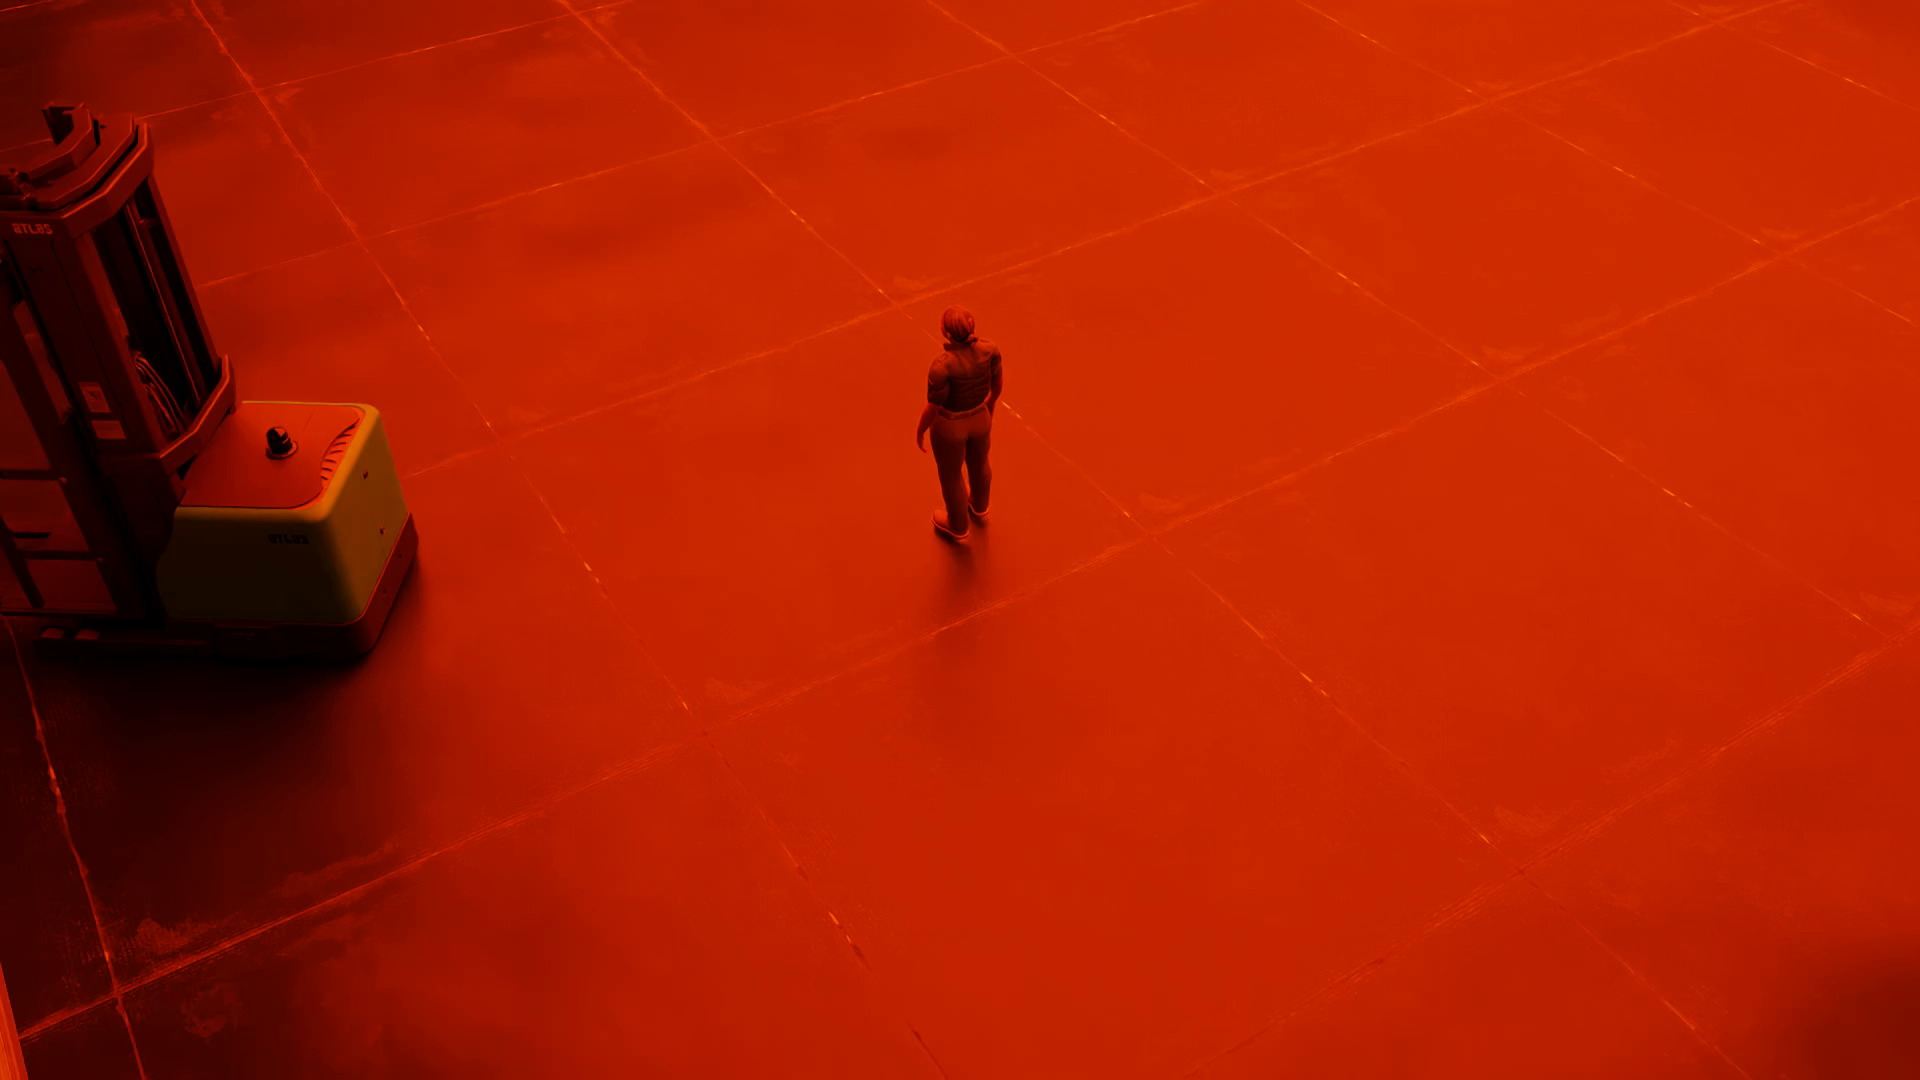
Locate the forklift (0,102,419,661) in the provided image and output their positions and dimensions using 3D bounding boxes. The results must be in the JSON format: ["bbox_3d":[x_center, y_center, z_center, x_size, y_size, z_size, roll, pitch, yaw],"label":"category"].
[{"bbox_3d":[-4.776,-0.789,8.773,3.031,2.935,1.130,2,41,2],"label":"forklift"}]

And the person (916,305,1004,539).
[{"bbox_3d":[-0.030,-0.714,9.587,0.569,1.654,0.504,-23,46,-24],"label":"person"}]
